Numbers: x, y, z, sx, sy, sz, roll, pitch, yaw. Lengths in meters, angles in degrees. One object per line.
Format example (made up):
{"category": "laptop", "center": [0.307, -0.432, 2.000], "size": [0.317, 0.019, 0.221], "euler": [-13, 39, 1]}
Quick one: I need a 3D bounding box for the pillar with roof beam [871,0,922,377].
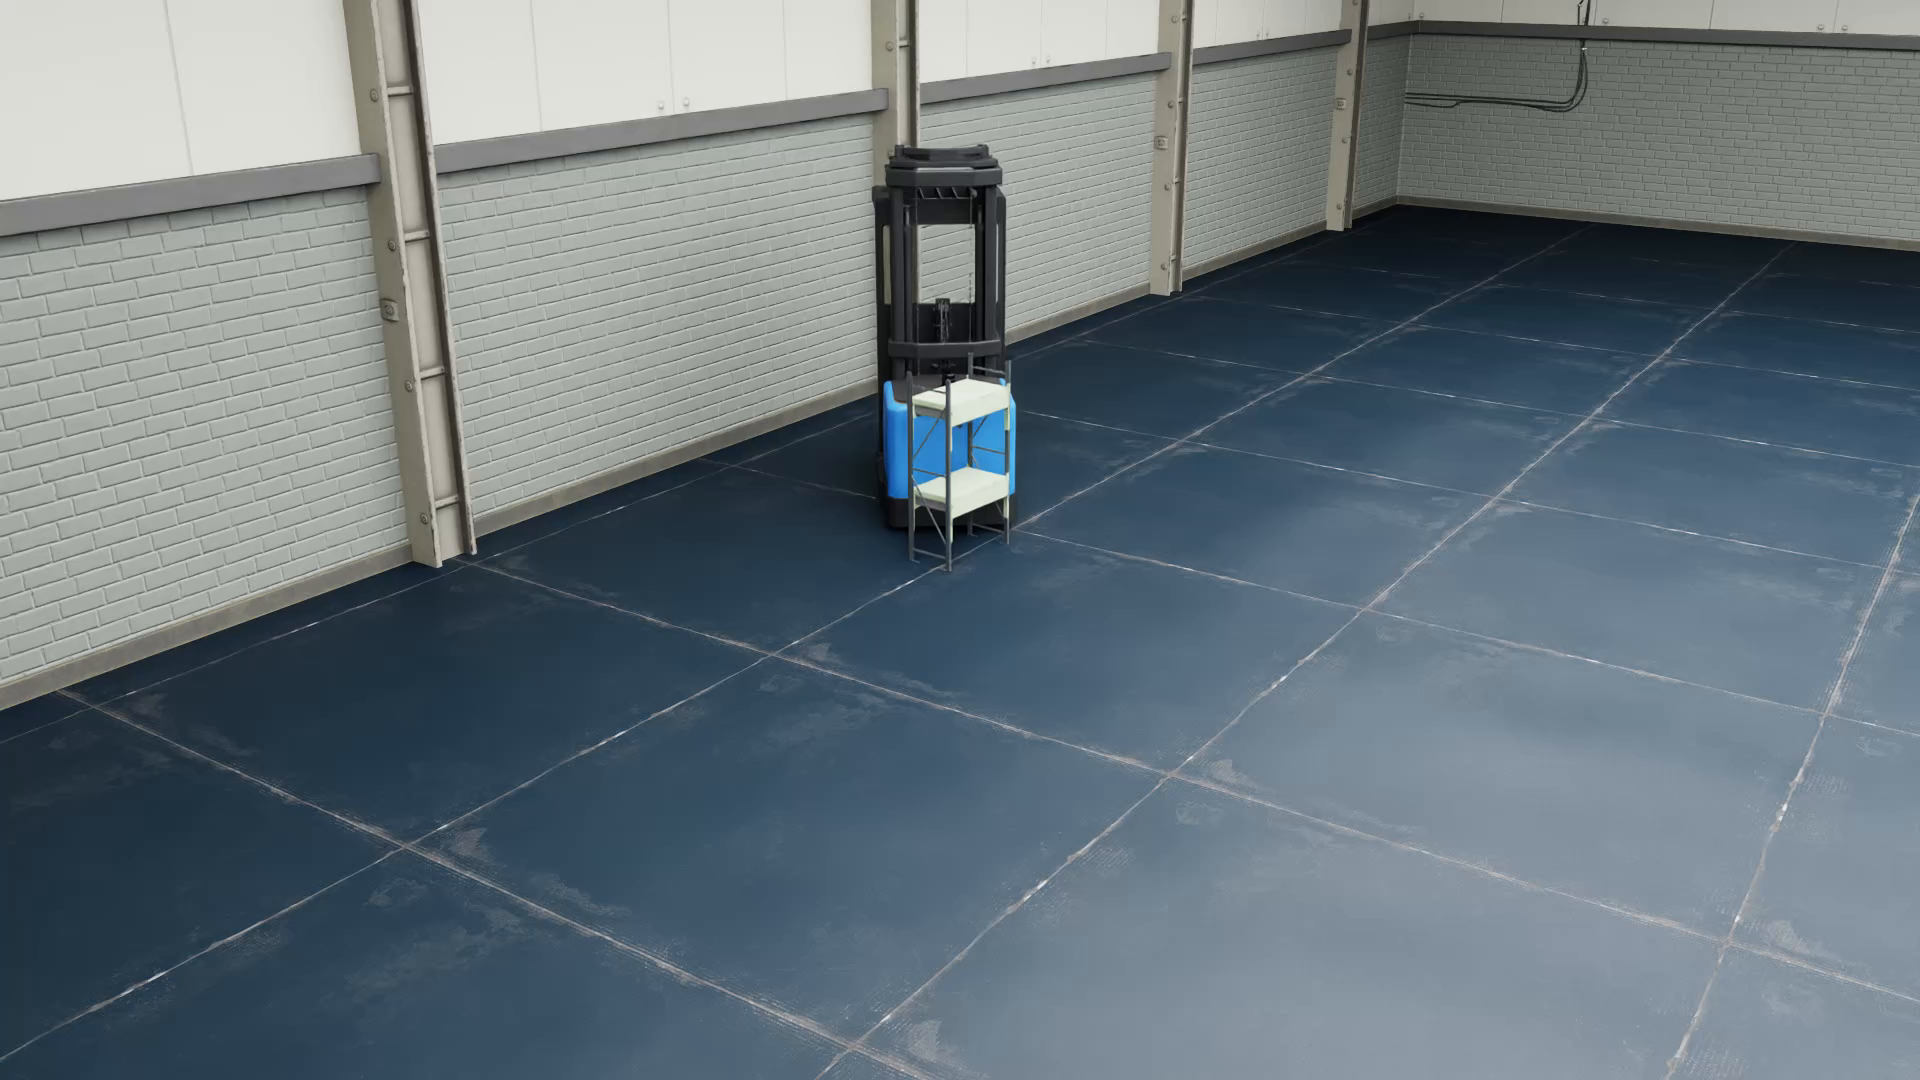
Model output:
{"category": "pillar with roof beam", "center": [2.925, -4.976, 13.747], "size": [9.100, 9.000, 0.400], "euler": [13, 24, 32]}

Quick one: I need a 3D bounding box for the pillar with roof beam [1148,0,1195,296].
{"category": "pillar with roof beam", "center": [6.297, -6.698, 18.401], "size": [9.100, 9.000, 0.400], "euler": [13, 24, 32]}

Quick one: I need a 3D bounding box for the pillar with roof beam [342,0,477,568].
{"category": "pillar with roof beam", "center": [-0.448, -3.255, 9.093], "size": [9.100, 9.000, 0.400], "euler": [13, 24, 32]}

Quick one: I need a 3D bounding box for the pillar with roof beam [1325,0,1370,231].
{"category": "pillar with roof beam", "center": [9.670, -8.419, 23.055], "size": [9.100, 9.000, 0.400], "euler": [13, 24, 32]}

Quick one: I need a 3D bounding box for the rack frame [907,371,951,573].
{"category": "rack frame", "center": [-0.231, -0.500, 12.454], "size": [0.400, 1.500, 0.023], "euler": [15, 25, 36]}

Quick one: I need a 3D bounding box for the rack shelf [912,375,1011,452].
{"category": "rack shelf", "center": [-0.003, -0.965, 12.588], "size": [0.431, 0.370, 0.720], "euler": [15, 25, 36]}

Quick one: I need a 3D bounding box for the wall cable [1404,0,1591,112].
{"category": "wall cable", "center": [8.860, -8.390, 27.451], "size": [3.097, 2.526, 0.112], "euler": [13, 24, 32]}

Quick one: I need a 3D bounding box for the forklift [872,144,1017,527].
{"category": "forklift", "center": [-0.182, -1.946, 14.300], "size": [1.130, 2.935, 3.031], "euler": [-2, 20, -4]}

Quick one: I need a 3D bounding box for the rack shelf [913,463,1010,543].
{"category": "rack shelf", "center": [-0.003, -0.294, 12.836], "size": [0.431, 0.370, 0.720], "euler": [15, 25, 36]}

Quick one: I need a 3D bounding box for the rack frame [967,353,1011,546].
{"category": "rack frame", "center": [0.224, -0.699, 12.992], "size": [0.400, 1.500, 0.023], "euler": [15, 25, 36]}

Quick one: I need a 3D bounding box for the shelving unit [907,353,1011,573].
{"category": "shelving unit", "center": [-0.003, -0.599, 12.723], "size": [0.431, 1.500, 0.755], "euler": [15, 25, 36]}
